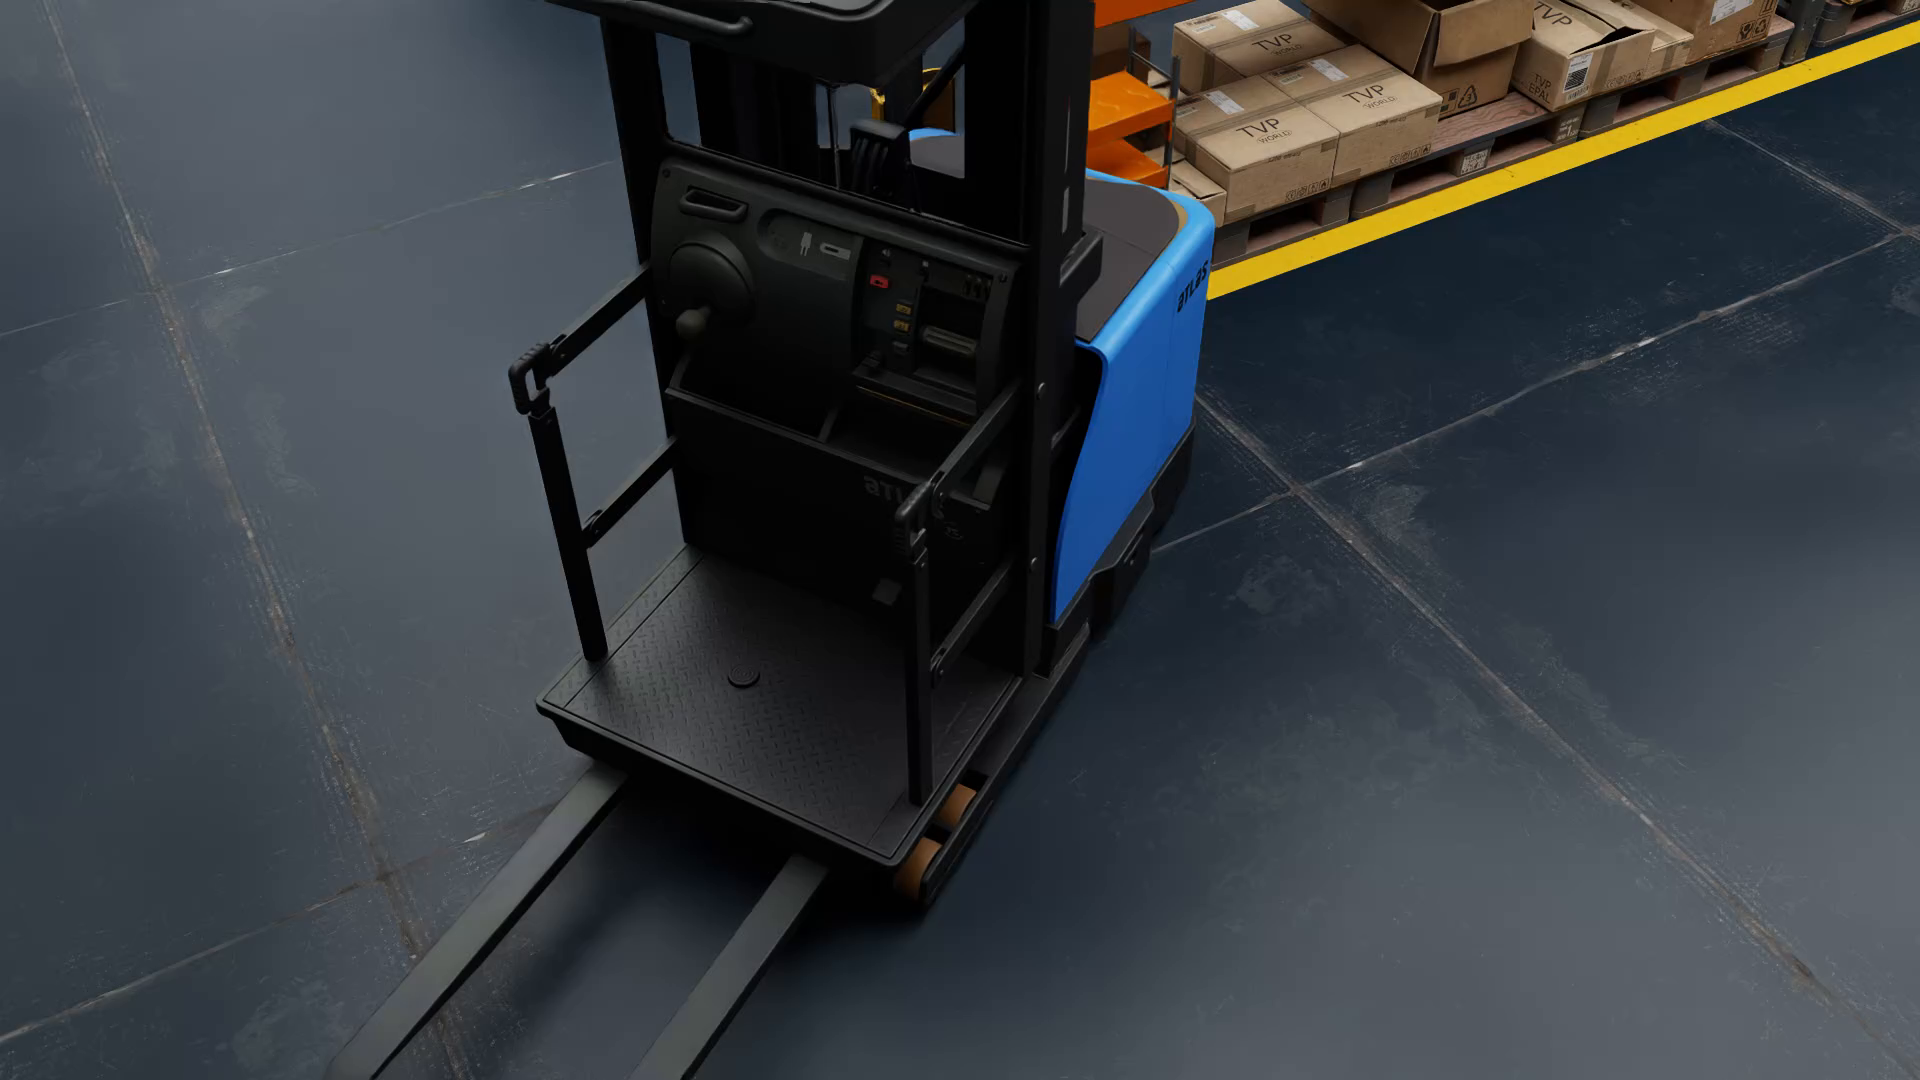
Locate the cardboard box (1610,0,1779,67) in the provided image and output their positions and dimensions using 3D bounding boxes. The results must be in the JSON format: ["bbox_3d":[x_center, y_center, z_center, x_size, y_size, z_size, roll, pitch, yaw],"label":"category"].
[{"bbox_3d":[3.132,-2.397,7.045,0.500,0.500,0.500,-22,48,-21],"label":"cardboard box"}]

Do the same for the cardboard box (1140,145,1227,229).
[{"bbox_3d":[0.767,-1.283,6.137,0.250,0.166,0.380,-22,48,-21],"label":"cardboard box"}]

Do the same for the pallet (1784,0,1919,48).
[{"bbox_3d":[4.171,-2.809,7.993,1.213,0.211,1.003,-22,48,-21],"label":"pallet"}]

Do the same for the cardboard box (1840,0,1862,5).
[{"bbox_3d":[4.025,-2.787,7.447,0.500,0.500,0.500,-24,49,-23],"label":"cardboard box"}]

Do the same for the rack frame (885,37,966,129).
[{"bbox_3d":[0.016,-2.117,5.278,0.127,3.000,1.000,-22,48,-21],"label":"rack frame"}]

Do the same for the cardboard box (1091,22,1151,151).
[{"bbox_3d":[0.365,-1.716,6.343,0.500,0.500,0.500,-22,48,-21],"label":"cardboard box"}]

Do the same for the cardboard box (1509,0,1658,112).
[{"bbox_3d":[2.481,-2.069,6.843,0.500,0.311,0.500,-22,48,-21],"label":"cardboard box"}]

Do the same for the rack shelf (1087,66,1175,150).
[{"bbox_3d":[0.394,-1.284,5.146,0.480,0.148,0.258,-24,49,-23],"label":"rack shelf"}]

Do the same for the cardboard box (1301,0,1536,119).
[{"bbox_3d":[1.858,-2.112,6.749,0.637,0.503,0.797,-22,48,-21],"label":"cardboard box"}]

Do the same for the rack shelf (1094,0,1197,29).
[{"bbox_3d":[1.750,-2.553,6.243,4.000,0.370,1.077,-22,48,-21],"label":"rack shelf"}]

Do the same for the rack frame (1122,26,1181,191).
[{"bbox_3d":[0.600,-1.094,5.514,0.015,1.200,0.240,-24,49,-23],"label":"rack frame"}]

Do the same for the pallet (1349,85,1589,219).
[{"bbox_3d":[1.829,-1.841,6.995,1.213,0.211,1.003,-22,48,-21],"label":"pallet"}]

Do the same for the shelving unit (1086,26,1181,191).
[{"bbox_3d":[0.396,-1.001,5.418,0.503,1.200,0.258,-24,49,-23],"label":"shelving unit"}]

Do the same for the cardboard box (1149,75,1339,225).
[{"bbox_3d":[1.062,-1.479,6.279,0.500,0.250,0.500,-22,48,-21],"label":"cardboard box"}]

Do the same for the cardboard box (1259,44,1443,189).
[{"bbox_3d":[1.496,-1.653,6.458,0.500,0.250,0.500,-22,48,-21],"label":"cardboard box"}]

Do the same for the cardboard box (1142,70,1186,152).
[{"bbox_3d":[0.761,-1.682,6.548,0.250,0.166,0.380,-22,48,-21],"label":"cardboard box"}]

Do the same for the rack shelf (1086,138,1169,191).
[{"bbox_3d":[0.395,-1.114,5.310,0.480,0.148,0.258,-24,49,-23],"label":"rack shelf"}]

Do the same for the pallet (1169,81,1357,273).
[{"bbox_3d":[0.773,-1.420,6.562,1.213,0.211,1.003,-22,48,-21],"label":"pallet"}]

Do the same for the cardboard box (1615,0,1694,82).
[{"bbox_3d":[2.836,-2.105,6.996,0.250,0.149,0.380,-22,48,-21],"label":"cardboard box"}]

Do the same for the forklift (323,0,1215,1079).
[{"bbox_3d":[-0.406,-0.488,3.648,1.130,2.935,3.031,21,48,20],"label":"forklift"}]

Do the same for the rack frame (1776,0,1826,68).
[{"bbox_3d":[3.484,-3.505,6.708,0.127,3.000,1.000,-22,48,-21],"label":"rack frame"}]

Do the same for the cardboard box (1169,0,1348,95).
[{"bbox_3d":[1.203,-1.937,6.751,0.500,0.250,0.500,-22,48,-21],"label":"cardboard box"}]

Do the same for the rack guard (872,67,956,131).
[{"bbox_3d":[0.082,-1.247,6.176,0.348,0.500,1.175,-22,48,-21],"label":"rack guard"}]

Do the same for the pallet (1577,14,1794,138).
[{"bbox_3d":[2.888,-2.267,7.434,1.213,0.211,1.003,-22,48,-21],"label":"pallet"}]
